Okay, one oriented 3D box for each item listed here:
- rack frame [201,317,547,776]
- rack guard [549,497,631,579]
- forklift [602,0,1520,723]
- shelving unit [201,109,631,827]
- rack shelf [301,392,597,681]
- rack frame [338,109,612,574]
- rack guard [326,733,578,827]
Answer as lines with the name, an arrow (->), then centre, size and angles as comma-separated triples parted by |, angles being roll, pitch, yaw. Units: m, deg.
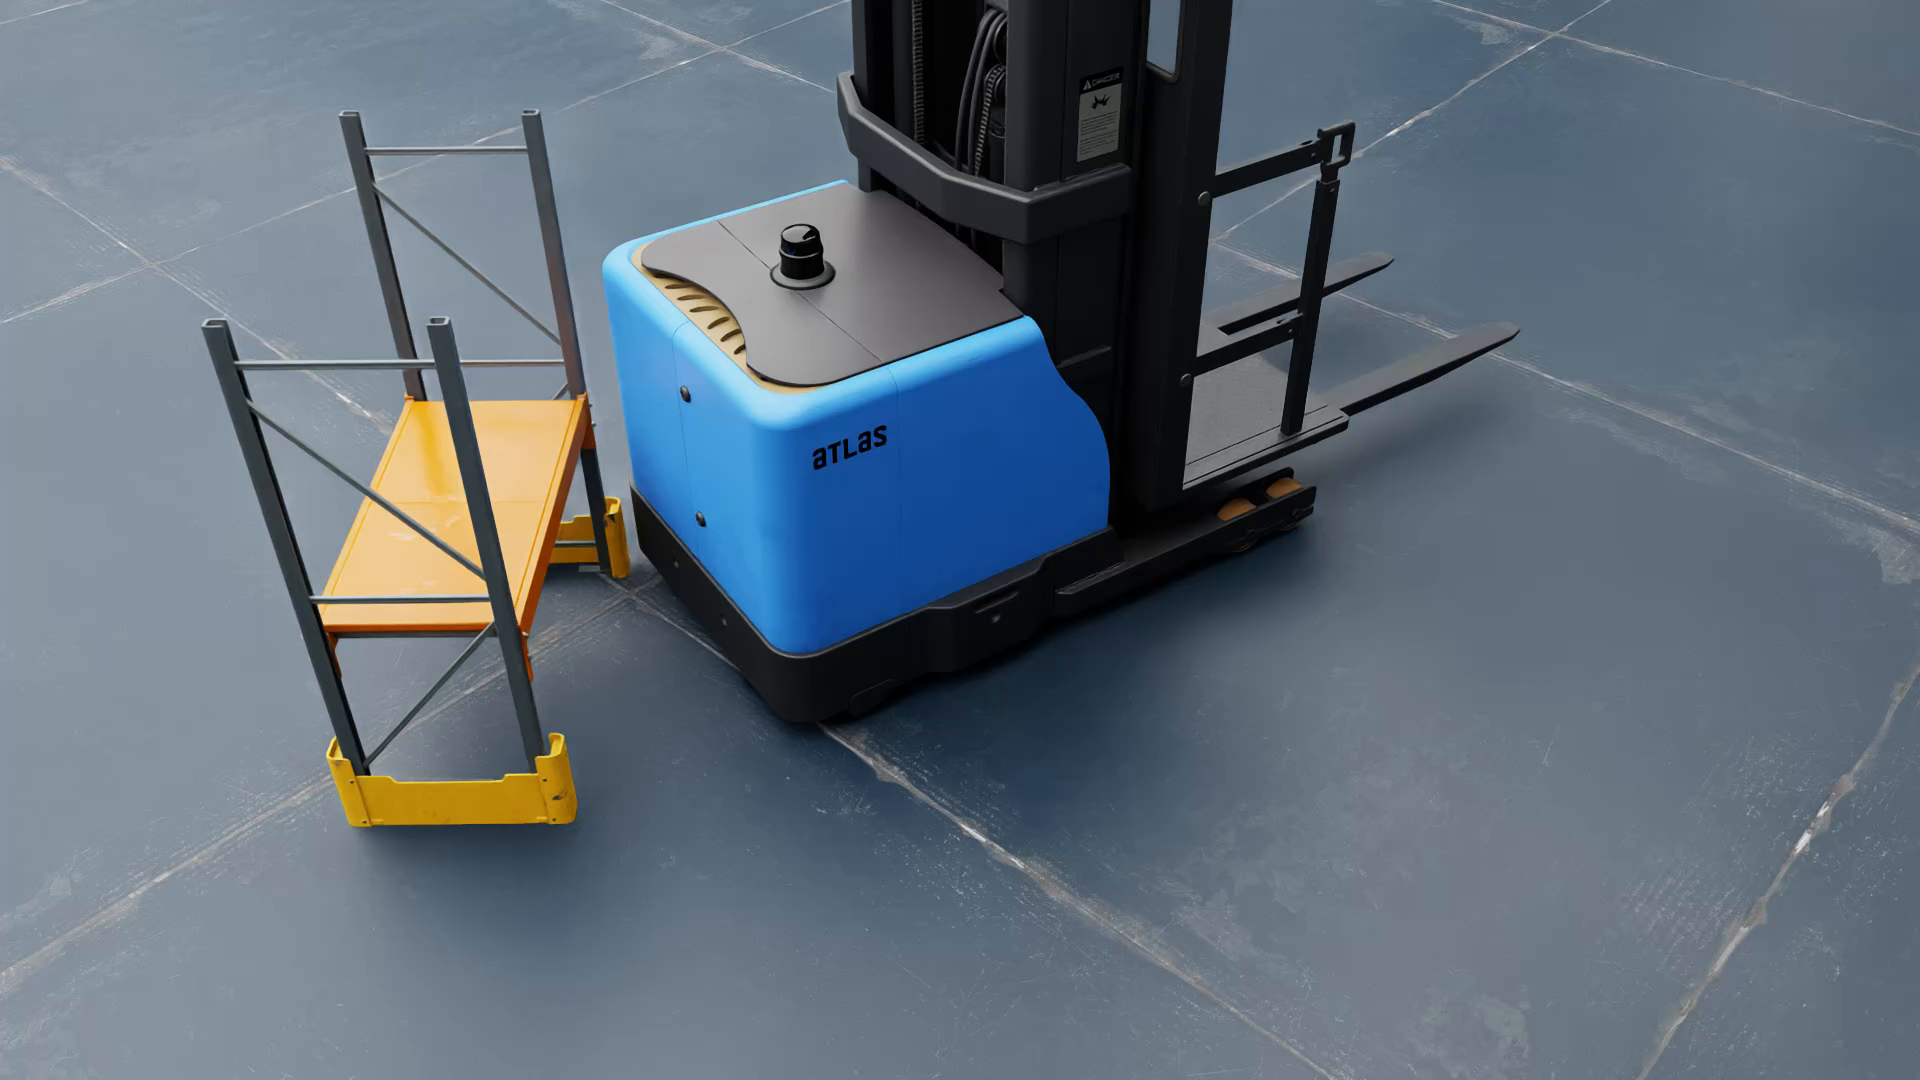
rack frame -> -1.297, 0.141, 3.868 | 0.500, 1.500, 0.032 | -1, 38, -1
rack guard -> -1.314, -0.002, 5.052 | 0.587, 0.250, 0.087 | -1, 38, -1
forklift -> 0.519, -1.362, 4.608 | 3.031, 2.935, 1.130 | -23, 44, -26
shelving unit -> -1.306, -0.181, 4.273 | 0.587, 1.500, 1.083 | -1, 38, -1
rack shelf -> -1.305, -0.035, 4.378 | 0.538, 0.185, 1.000 | -1, 38, -1
rack frame -> -1.314, -0.492, 4.664 | 0.500, 1.500, 0.032 | -1, 38, -1
rack guard -> -1.297, 0.618, 4.272 | 0.587, 0.250, 0.087 | -1, 38, -1
